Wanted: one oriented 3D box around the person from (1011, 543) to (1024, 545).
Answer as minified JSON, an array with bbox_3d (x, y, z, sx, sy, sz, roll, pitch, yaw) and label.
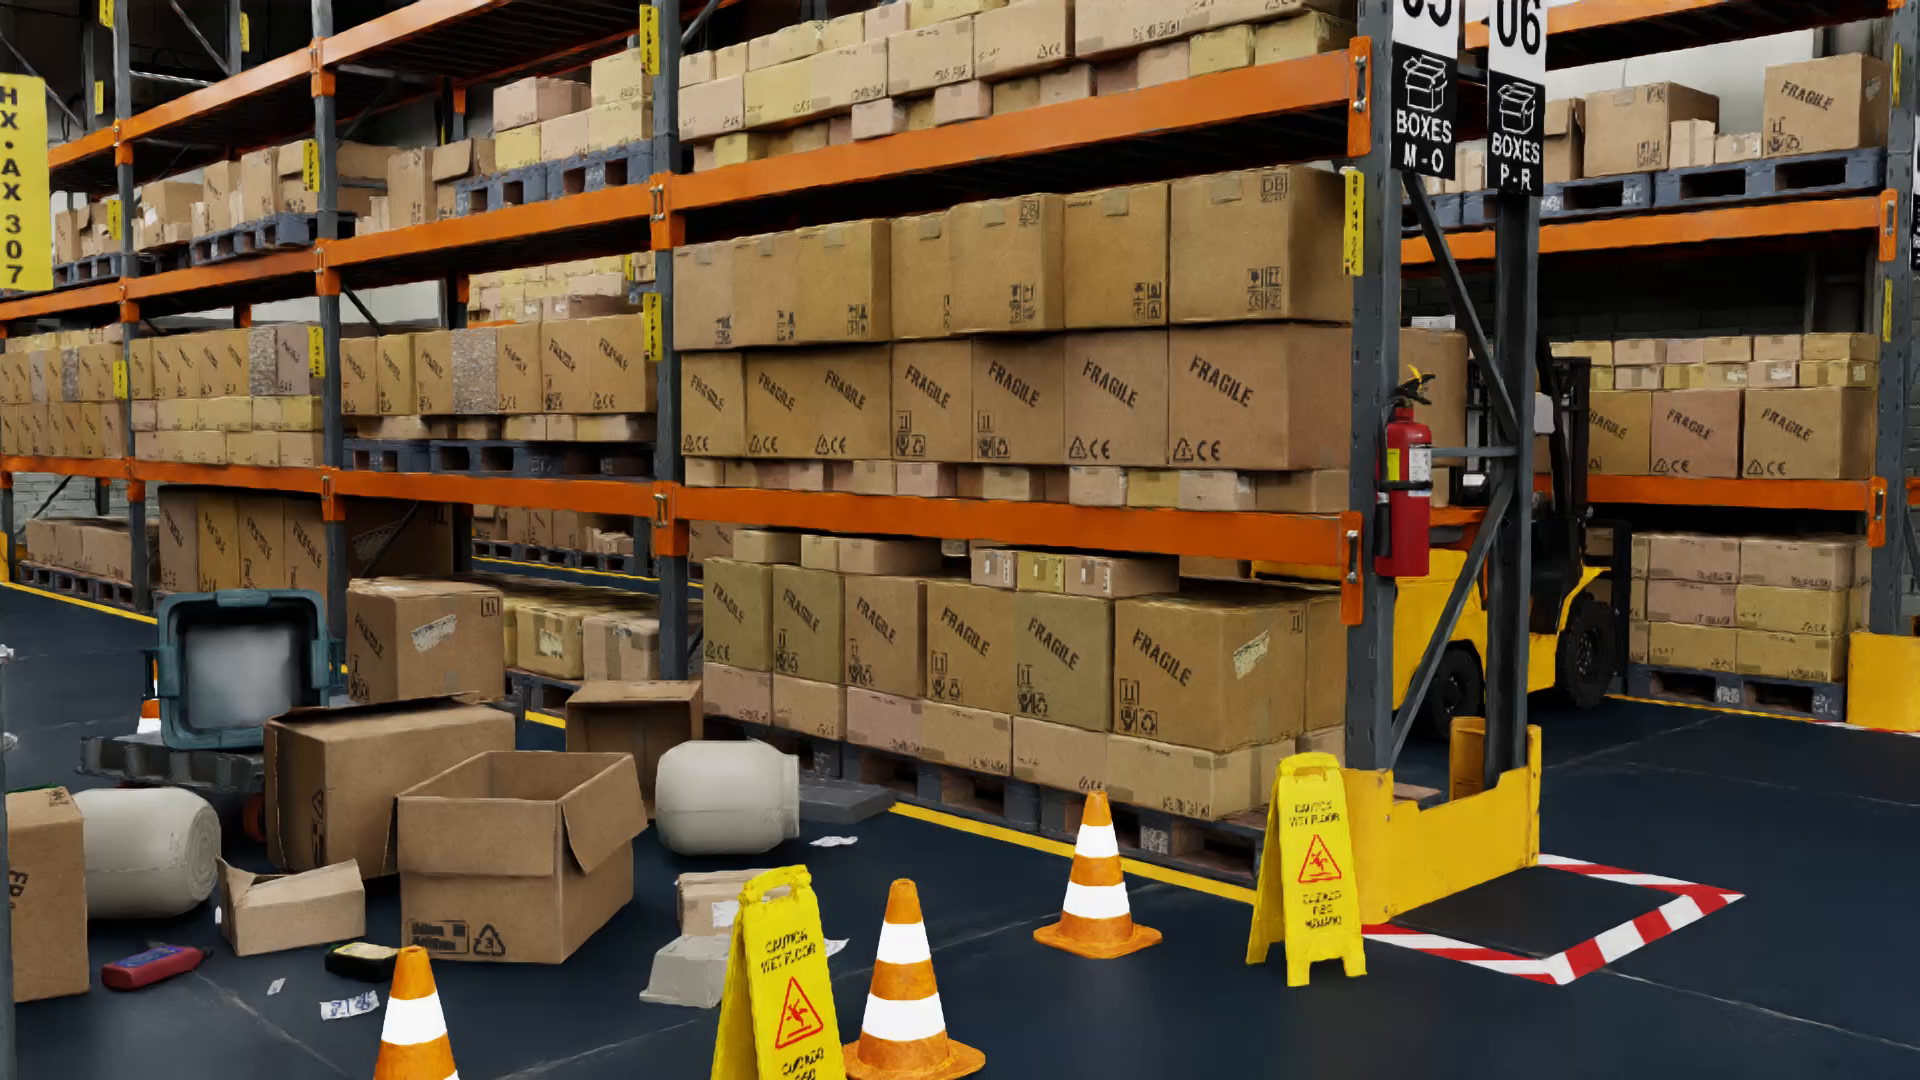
[{"bbox_3d":[0.510,-0.040,11.650,0.745,1.635,0.597,2,4,27],"label":"person"}]
